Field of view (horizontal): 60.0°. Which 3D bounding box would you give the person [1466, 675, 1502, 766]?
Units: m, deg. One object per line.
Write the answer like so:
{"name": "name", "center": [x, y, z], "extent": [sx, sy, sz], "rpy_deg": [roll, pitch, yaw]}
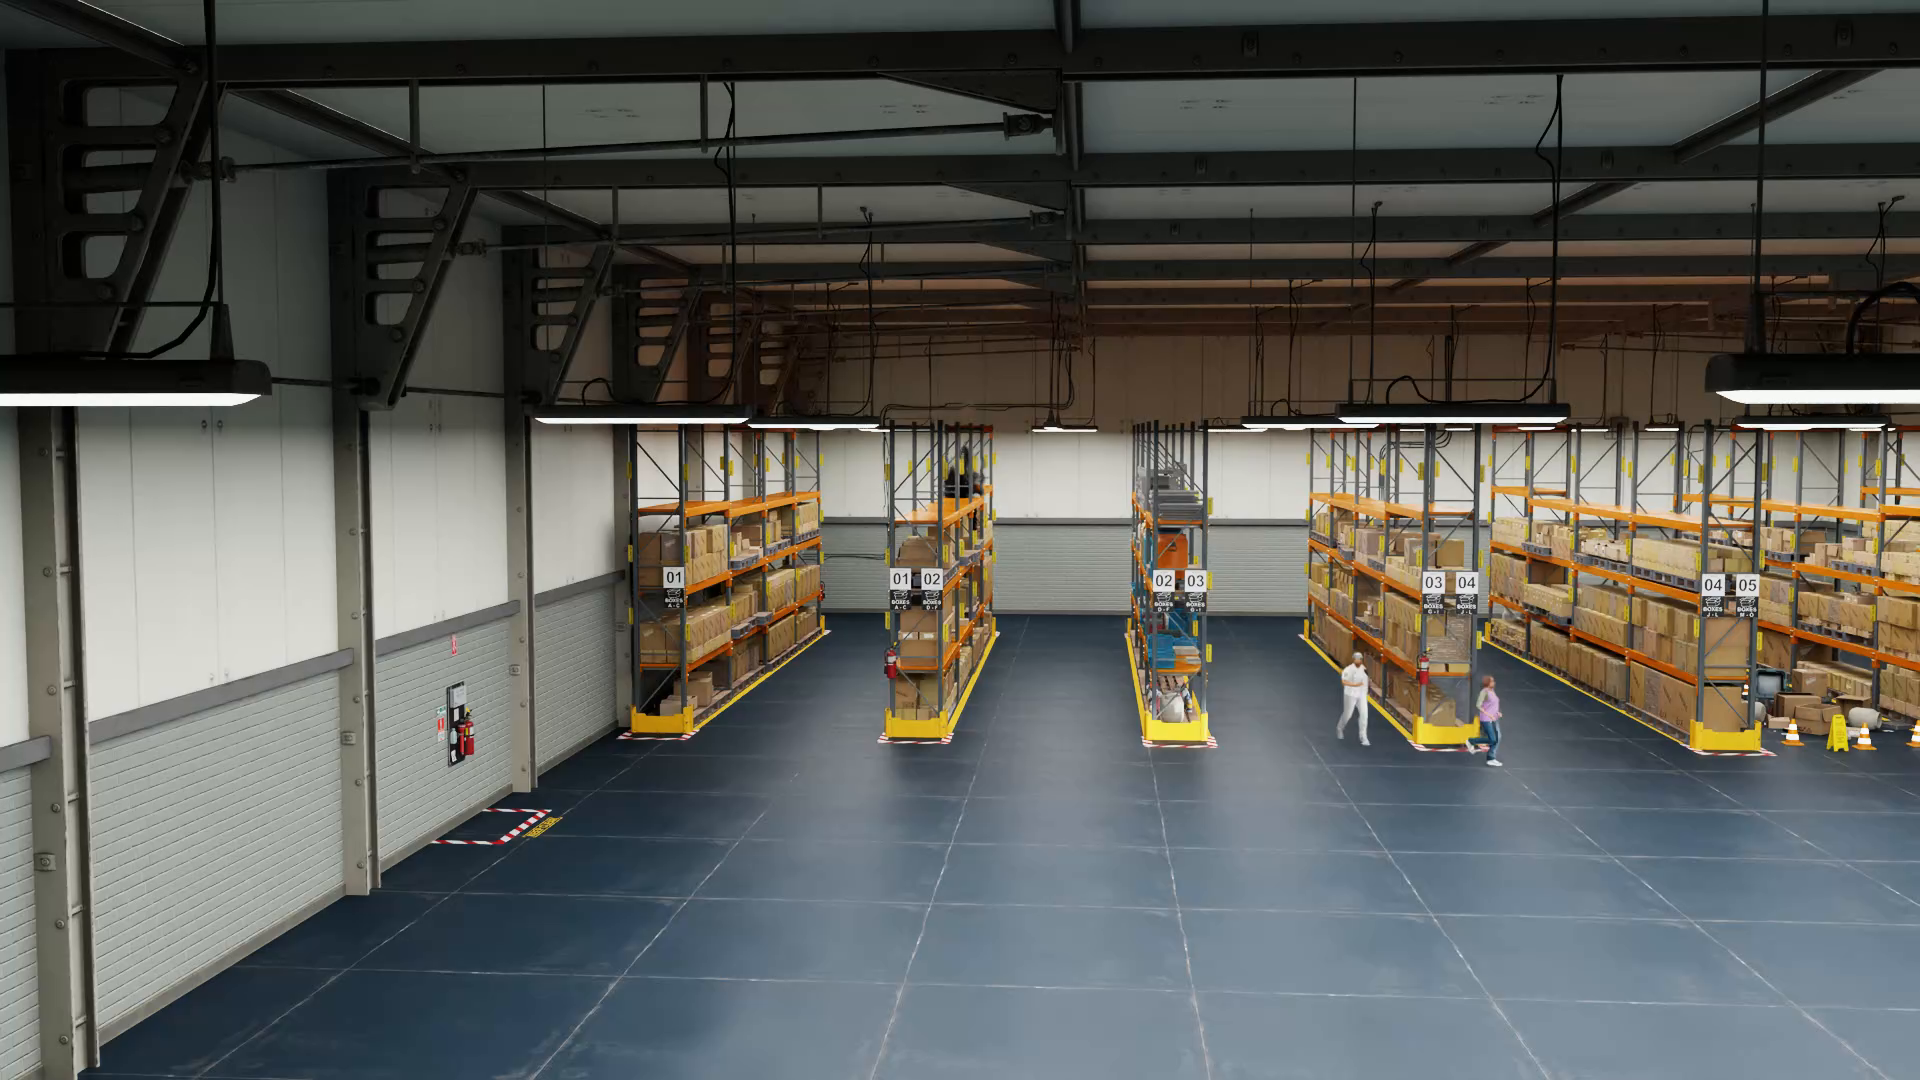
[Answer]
{"name": "person", "center": [9.128, 3.129, 28.877], "extent": [0.649, 1.551, 0.495], "rpy_deg": [3, 5, 42]}

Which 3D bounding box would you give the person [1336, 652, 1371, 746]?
{"name": "person", "center": [7.338, 2.925, 30.915], "extent": [0.634, 1.701, 0.842], "rpy_deg": [-1, 4, -17]}

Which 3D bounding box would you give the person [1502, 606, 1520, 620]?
{"name": "person", "center": [15.788, 1.824, 47.439], "extent": [0.816, 1.777, 0.648], "rpy_deg": [1, 4, 12]}
